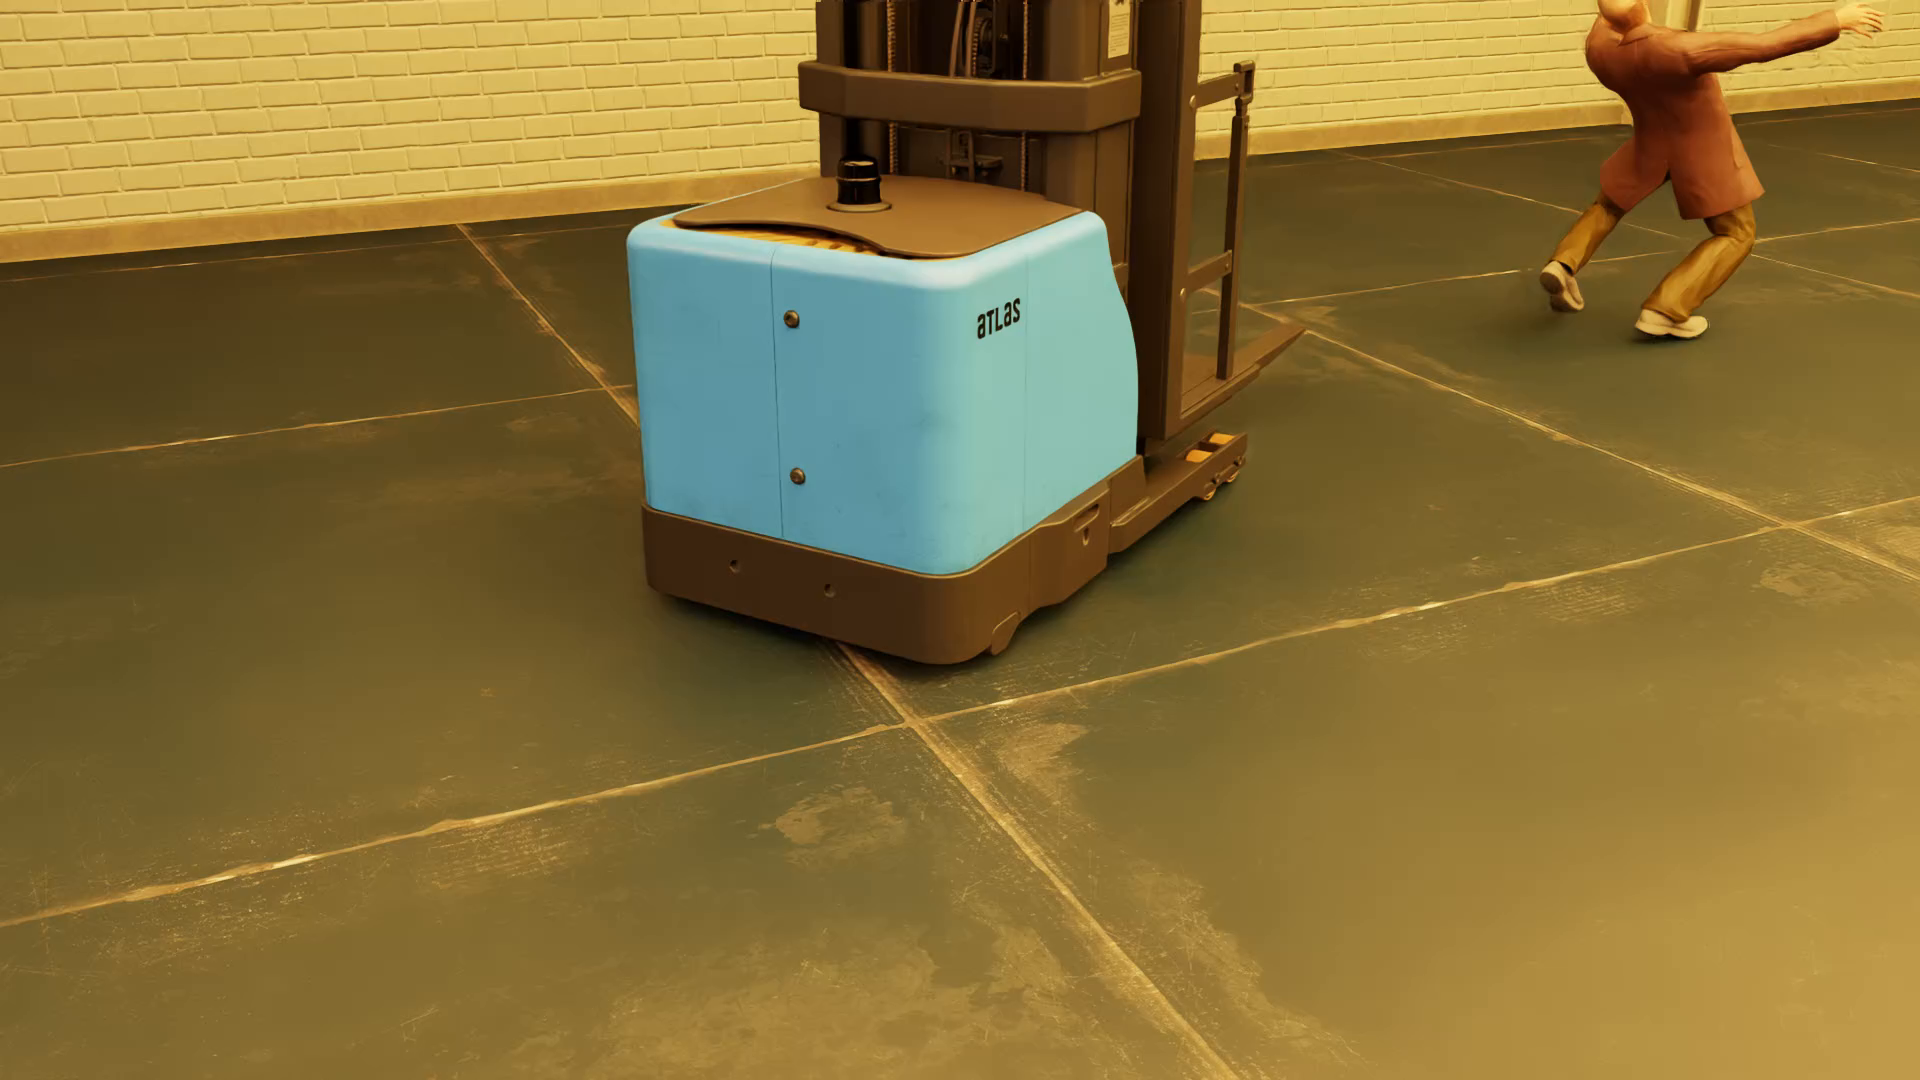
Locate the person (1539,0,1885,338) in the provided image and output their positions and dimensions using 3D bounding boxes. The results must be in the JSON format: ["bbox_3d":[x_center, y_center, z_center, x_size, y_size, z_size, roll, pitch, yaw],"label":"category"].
[{"bbox_3d":[3.070,-1.650,6.900,0.703,1.665,1.108,-20,30,-39],"label":"person"}]

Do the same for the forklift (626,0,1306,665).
[{"bbox_3d":[0.307,-1.561,5.045,1.130,2.935,3.031,13,26,28],"label":"forklift"}]
